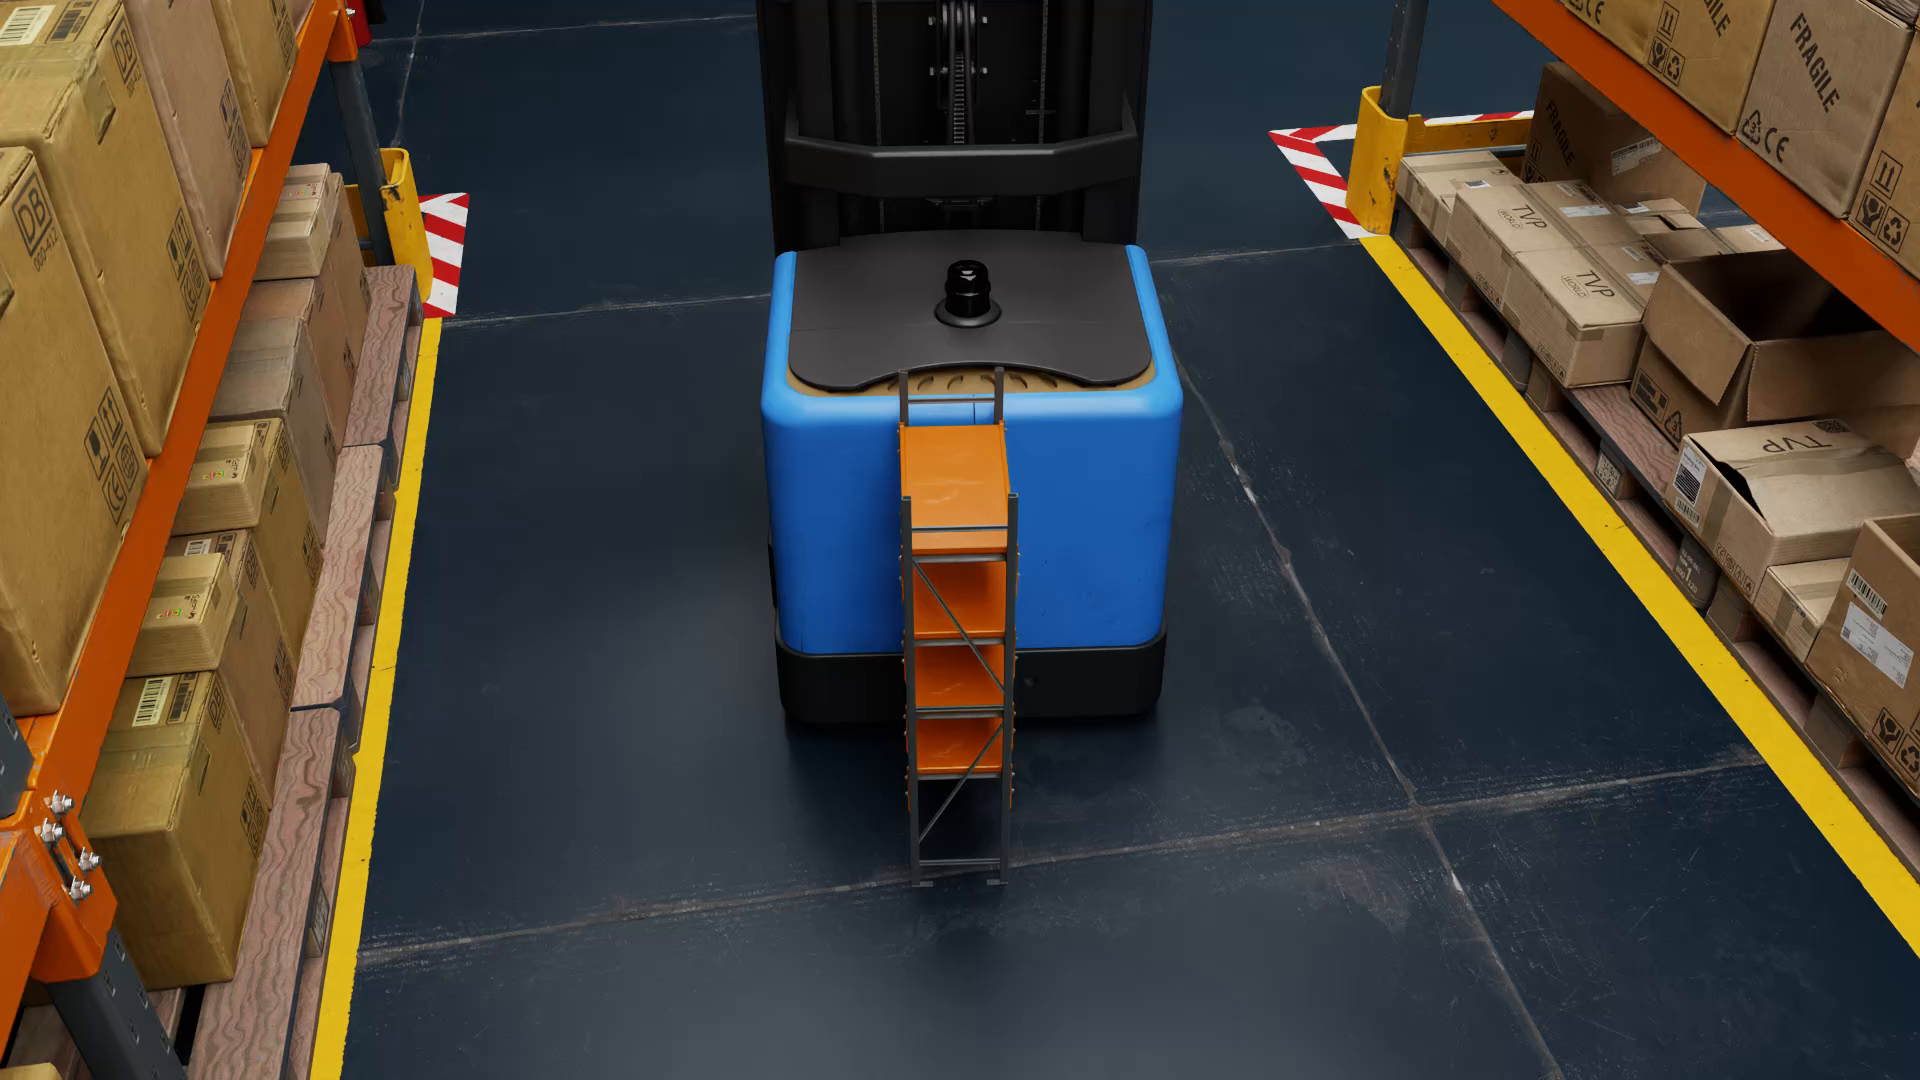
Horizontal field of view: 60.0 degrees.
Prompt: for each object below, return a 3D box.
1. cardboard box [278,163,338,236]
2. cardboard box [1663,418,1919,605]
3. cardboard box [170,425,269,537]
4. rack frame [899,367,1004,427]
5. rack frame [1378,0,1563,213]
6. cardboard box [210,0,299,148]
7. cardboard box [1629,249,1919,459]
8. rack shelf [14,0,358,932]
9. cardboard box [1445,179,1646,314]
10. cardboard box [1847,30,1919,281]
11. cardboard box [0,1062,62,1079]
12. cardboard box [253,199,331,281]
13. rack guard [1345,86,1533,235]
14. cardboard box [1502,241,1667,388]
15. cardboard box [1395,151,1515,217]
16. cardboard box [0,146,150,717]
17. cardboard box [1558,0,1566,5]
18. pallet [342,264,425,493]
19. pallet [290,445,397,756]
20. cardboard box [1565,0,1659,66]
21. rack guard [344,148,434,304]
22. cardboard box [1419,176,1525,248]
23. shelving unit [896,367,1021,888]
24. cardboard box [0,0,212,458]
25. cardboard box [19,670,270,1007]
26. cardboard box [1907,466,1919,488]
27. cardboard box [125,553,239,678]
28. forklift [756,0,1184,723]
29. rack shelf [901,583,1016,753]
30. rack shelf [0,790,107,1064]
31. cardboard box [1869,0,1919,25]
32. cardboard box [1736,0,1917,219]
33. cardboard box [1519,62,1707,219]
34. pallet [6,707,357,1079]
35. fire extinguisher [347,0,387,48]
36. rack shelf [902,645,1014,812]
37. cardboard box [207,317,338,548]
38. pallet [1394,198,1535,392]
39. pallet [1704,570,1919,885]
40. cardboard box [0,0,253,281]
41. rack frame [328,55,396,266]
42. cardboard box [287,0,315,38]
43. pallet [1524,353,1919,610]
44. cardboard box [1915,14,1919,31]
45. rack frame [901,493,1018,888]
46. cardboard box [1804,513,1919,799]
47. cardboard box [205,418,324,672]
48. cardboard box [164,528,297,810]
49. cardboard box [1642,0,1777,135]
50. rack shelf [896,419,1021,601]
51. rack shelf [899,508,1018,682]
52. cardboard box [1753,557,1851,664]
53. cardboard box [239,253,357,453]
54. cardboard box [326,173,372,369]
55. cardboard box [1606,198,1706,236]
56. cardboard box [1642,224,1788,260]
[{"bbox_3d":[-2.230,-1.081,5.363,0.380,0.149,0.250,-7,38,-8],"label":"cardboard box"},{"bbox_3d":[2.414,-0.114,4.785,0.500,0.311,0.500,-6,38,-8],"label":"cardboard box"},{"bbox_3d":[-1.954,-0.140,4.151,0.380,0.149,0.250,-7,38,-9],"label":"cardboard box"},{"bbox_3d":[-0.020,0.085,4.162,0.240,1.200,0.015,-1,38,-2],"label":"rack frame"},{"bbox_3d":[2.224,-2.652,6.218,1.000,3.000,0.127,-6,38,-8],"label":"rack frame"},{"bbox_3d":[-2.415,-1.490,4.478,0.980,0.700,0.700,-7,38,-8],"label":"cardboard box"},{"bbox_3d":[2.590,-0.558,5.199,0.797,0.503,0.637,-6,38,-8],"label":"cardboard box"},{"bbox_3d":[-2.302,-0.624,4.195,1.077,0.370,4.000,-6,38,-8],"label":"rack shelf"},{"bbox_3d":[2.127,-1.078,6.076,0.500,0.250,0.500,-6,38,-8],"label":"cardboard box"},{"bbox_3d":[2.493,-0.861,3.831,0.500,0.500,0.500,-5,38,-7],"label":"cardboard box"},{"bbox_3d":[-1.709,1.361,2.463,0.750,0.750,0.750,-6,38,-7],"label":"cardboard box"},{"bbox_3d":[-2.184,-0.927,5.165,0.380,0.149,0.250,-5,38,-7],"label":"cardboard box"},{"bbox_3d":[2.237,-1.618,6.926,1.175,0.500,0.348,-6,38,-8],"label":"rack guard"},{"bbox_3d":[2.215,-0.776,5.687,0.500,0.250,0.500,-6,38,-8],"label":"cardboard box"},{"bbox_3d":[1.959,-1.410,6.585,0.380,0.149,0.250,-6,38,-8],"label":"cardboard box"},{"bbox_3d":[-2.030,-0.148,2.751,0.980,0.700,0.700,-6,38,-7],"label":"cardboard box"},{"bbox_3d":[2.137,-2.084,5.405,0.500,0.500,0.500,-7,38,-8],"label":"cardboard box"},{"bbox_3d":[-2.435,-0.541,5.774,1.003,0.211,1.213,-6,38,-8],"label":"pallet"},{"bbox_3d":[-2.225,0.195,4.827,1.003,0.211,1.213,-6,38,-8],"label":"pallet"},{"bbox_3d":[2.223,-1.780,5.015,0.500,0.500,0.500,-6,38,-8],"label":"cardboard box"},{"bbox_3d":[-2.657,-1.144,6.315,1.175,0.500,0.348,-6,38,-8],"label":"rack guard"},{"bbox_3d":[2.003,-1.266,6.385,0.380,0.166,0.250,-6,38,-8],"label":"cardboard box"},{"bbox_3d":[-0.010,0.235,3.970,0.258,1.200,0.503,-1,38,-2],"label":"shelving unit"},{"bbox_3d":[-2.153,-0.590,3.320,0.980,0.700,0.700,-7,38,-9],"label":"cardboard box"},{"bbox_3d":[-1.982,0.658,3.653,0.700,0.500,0.500,-6,38,-7],"label":"cardboard box"},{"bbox_3d":[2.903,-0.089,4.870,0.380,0.166,0.250,-6,38,-8],"label":"cardboard box"},{"bbox_3d":[-1.862,0.175,3.746,0.380,0.149,0.250,-5,38,-6],"label":"cardboard box"},{"bbox_3d":[-0.025,-1.543,4.847,1.130,2.935,3.031,-1,38,-2],"label":"forklift"},{"bbox_3d":[-0.010,0.288,4.011,0.258,0.148,0.480,-1,38,-2],"label":"rack shelf"},{"bbox_3d":[-1.601,1.792,1.085,1.077,0.370,4.000,-6,38,-8],"label":"rack shelf"},{"bbox_3d":[2.401,-1.561,3.918,0.500,0.500,0.500,-6,38,-8],"label":"cardboard box"},{"bbox_3d":[2.401,-1.171,4.230,0.500,0.500,0.500,-5,38,-7],"label":"cardboard box"},{"bbox_3d":[2.561,-1.536,6.461,0.500,0.500,0.500,-6,38,-8],"label":"cardboard box"},{"bbox_3d":[-2.008,0.933,3.877,1.003,0.211,1.213,-6,38,-8],"label":"pallet"},{"bbox_3d":[-2.225,-2.079,5.849,0.296,0.674,0.183,-6,38,-8],"label":"fire extinguisher"},{"bbox_3d":[-0.010,0.445,4.133,0.258,0.148,0.480,-1,38,-2],"label":"rack shelf"},{"bbox_3d":[-2.255,-0.277,4.857,0.700,0.500,0.500,-7,38,-9],"label":"cardboard box"},{"bbox_3d":[2.378,-1.023,6.395,1.003,0.211,1.213,-6,38,-8],"label":"pallet"},{"bbox_3d":[2.805,0.451,4.498,1.003,0.211,1.213,-6,38,-8],"label":"pallet"},{"bbox_3d":[-2.290,-1.028,3.884,0.980,0.700,0.700,-8,39,-10],"label":"cardboard box"},{"bbox_3d":[-2.653,-2.116,5.529,1.000,3.000,0.127,-6,38,-8],"label":"rack frame"},{"bbox_3d":[-2.553,-1.928,5.042,0.980,0.700,0.700,-5,38,-6],"label":"cardboard box"},{"bbox_3d":[2.588,-0.288,5.448,1.003,0.211,1.213,-6,38,-8],"label":"pallet"},{"bbox_3d":[2.489,-1.257,3.526,0.500,0.500,0.500,-7,38,-9],"label":"cardboard box"},{"bbox_3d":[0.000,0.384,3.777,0.240,1.200,0.015,-1,38,-2],"label":"rack frame"},{"bbox_3d":[2.546,0.264,4.144,0.500,0.500,0.500,-6,38,-8],"label":"cardboard box"},{"bbox_3d":[-2.154,0.044,4.443,0.700,0.500,0.500,-5,38,-7],"label":"cardboard box"},{"bbox_3d":[-2.066,0.354,4.044,0.700,0.500,0.500,-7,38,-8],"label":"cardboard box"},{"bbox_3d":[2.309,-1.478,4.626,0.500,0.500,0.500,-6,38,-7],"label":"cardboard box"},{"bbox_3d":[-0.010,-0.075,3.729,0.258,0.148,0.480,-1,38,-2],"label":"rack shelf"},{"bbox_3d":[-0.010,0.111,3.874,0.258,0.148,0.480,-1,38,-2],"label":"rack shelf"},{"bbox_3d":[2.421,0.183,4.535,0.380,0.149,0.250,-6,38,-8],"label":"cardboard box"},{"bbox_3d":[-2.344,-0.581,5.248,0.700,0.500,0.500,-6,38,-8],"label":"cardboard box"},{"bbox_3d":[-2.431,-0.883,5.637,0.700,0.500,0.500,-6,38,-8],"label":"cardboard box"},{"bbox_3d":[2.544,-1.150,6.236,0.380,0.166,0.250,-6,38,-8],"label":"cardboard box"},{"bbox_3d":[2.698,-0.860,5.795,0.500,0.250,0.500,-6,38,-8],"label":"cardboard box"}]
